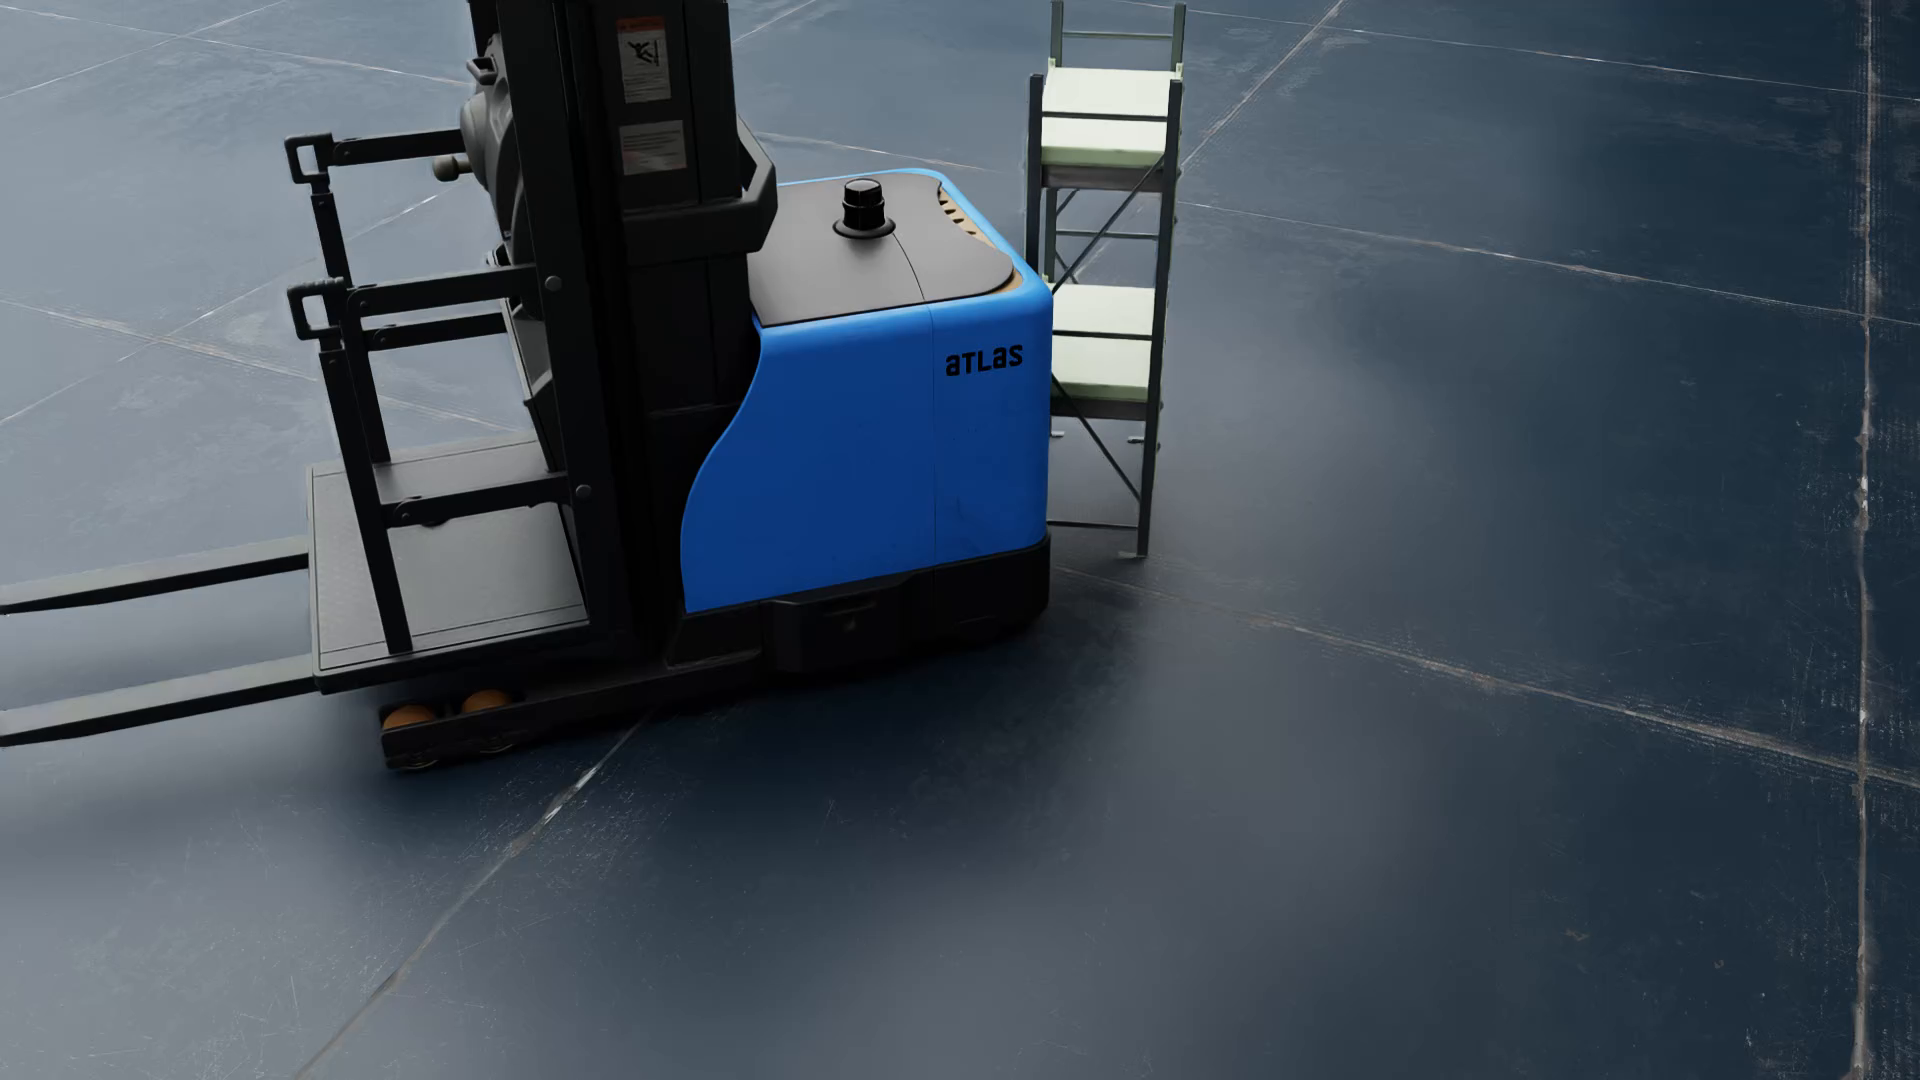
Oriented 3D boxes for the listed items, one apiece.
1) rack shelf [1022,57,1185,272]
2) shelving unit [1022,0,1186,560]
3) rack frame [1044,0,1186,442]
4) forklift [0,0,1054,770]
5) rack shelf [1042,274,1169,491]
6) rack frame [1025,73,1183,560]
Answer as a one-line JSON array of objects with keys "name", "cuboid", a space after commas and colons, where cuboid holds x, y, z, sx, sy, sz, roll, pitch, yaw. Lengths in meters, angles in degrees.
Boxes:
[{"name": "rack shelf", "cuboid": [0.429, -1.112, 4.866, 0.431, 0.370, 0.720, 4, 33, 6]}, {"name": "shelving unit", "cuboid": [0.429, -0.786, 5.080, 0.431, 1.500, 0.755, 4, 33, 6]}, {"name": "rack frame", "cuboid": [0.476, -0.985, 5.384, 0.400, 1.500, 0.023, 4, 33, 6]}, {"name": "forklift", "cuboid": [-1.316, -0.954, 4.033, 3.031, 2.935, 1.130, -11, 35, -16]}, {"name": "rack shelf", "cuboid": [0.429, -0.513, 5.259, 0.431, 0.370, 0.720, 4, 33, 6]}, {"name": "rack frame", "cuboid": [0.383, -0.586, 4.777, 0.400, 1.500, 0.023, 4, 33, 6]}]
